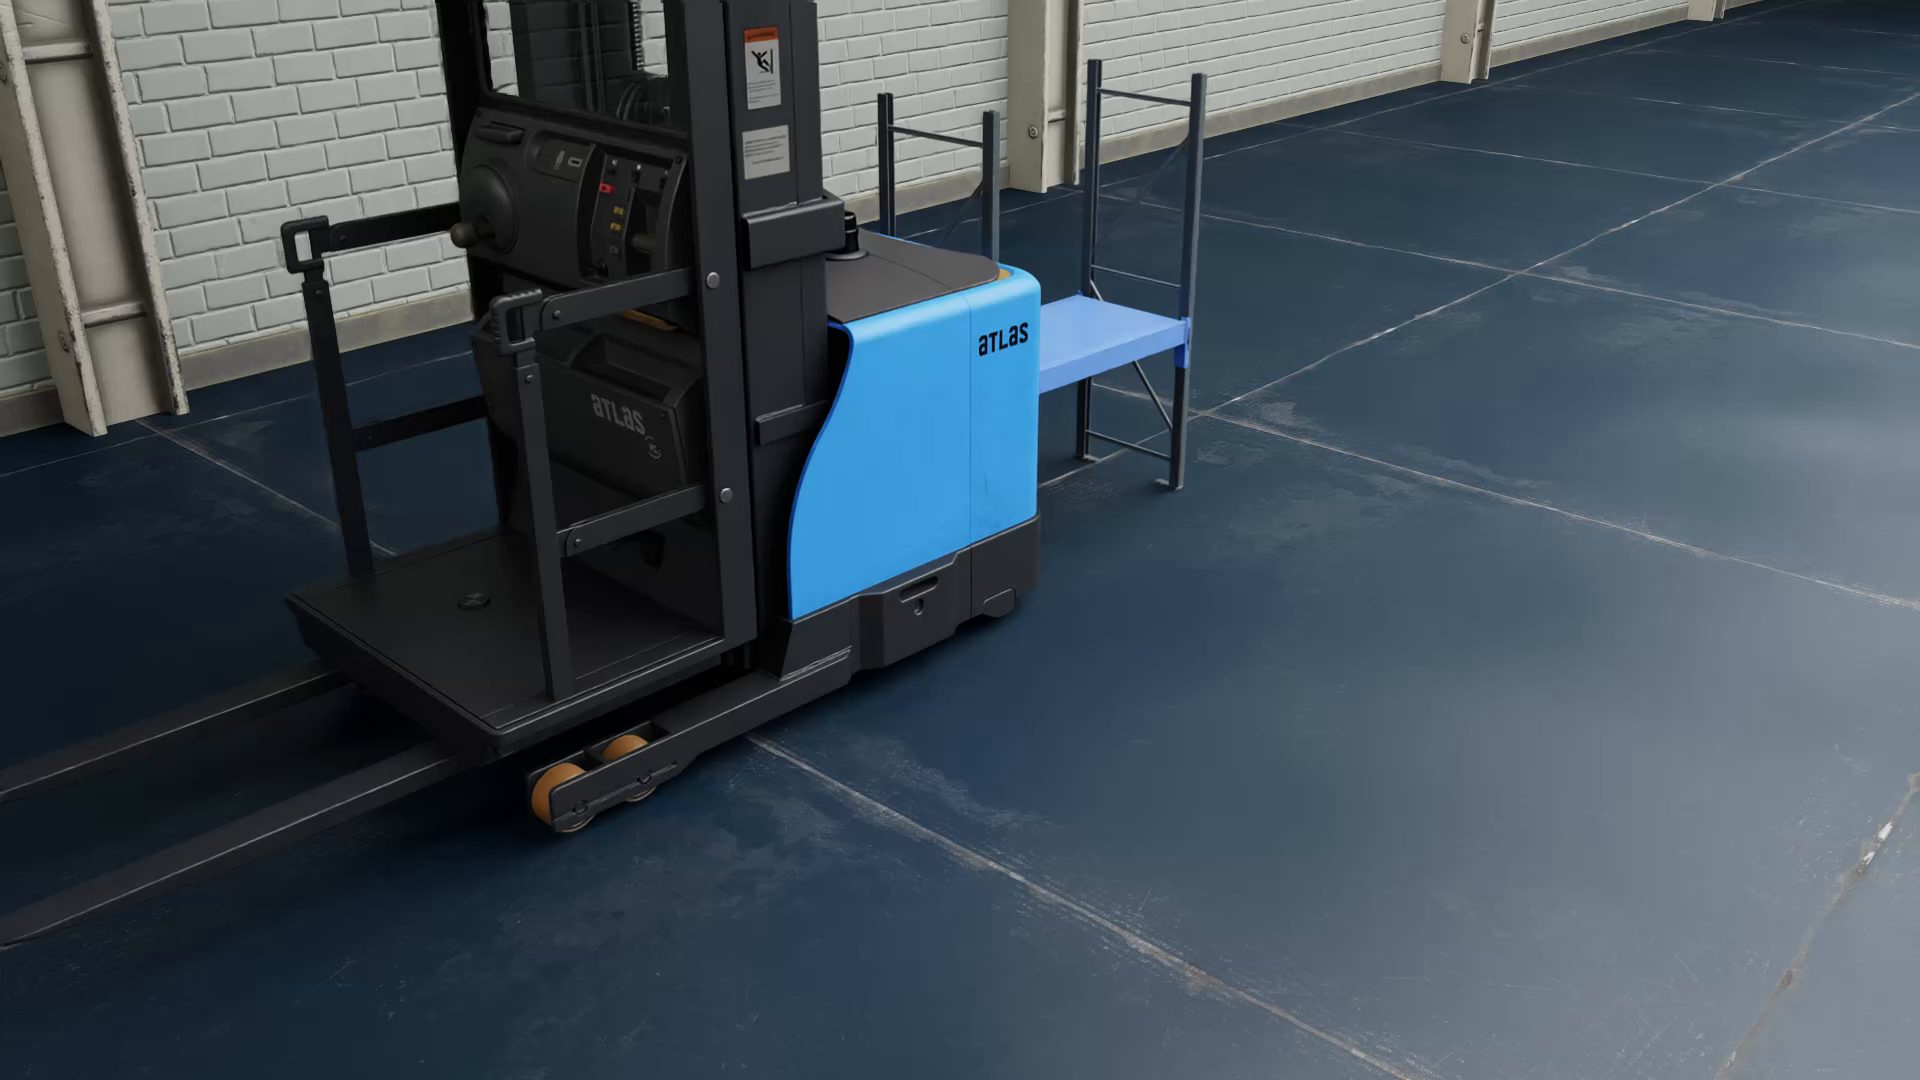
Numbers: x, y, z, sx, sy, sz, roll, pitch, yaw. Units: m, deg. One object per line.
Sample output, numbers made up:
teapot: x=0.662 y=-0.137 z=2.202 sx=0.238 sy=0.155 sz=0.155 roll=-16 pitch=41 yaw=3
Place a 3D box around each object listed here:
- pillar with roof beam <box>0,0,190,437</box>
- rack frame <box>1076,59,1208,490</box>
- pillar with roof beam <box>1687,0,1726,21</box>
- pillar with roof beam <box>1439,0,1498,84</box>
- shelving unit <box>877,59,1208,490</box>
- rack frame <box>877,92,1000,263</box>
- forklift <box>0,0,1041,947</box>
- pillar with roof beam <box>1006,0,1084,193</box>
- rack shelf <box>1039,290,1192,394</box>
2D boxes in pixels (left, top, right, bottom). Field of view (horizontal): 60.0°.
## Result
pillar with roof beam: x=-0.254 y=-3.446 z=2.438 sx=9.100 sy=9.000 sz=0.400 roll=20 pitch=31 yaw=38
rack frame: x=0.640 y=-0.944 z=6.022 sx=0.500 sy=1.500 sz=0.032 roll=22 pitch=32 yaw=40
pillar with roof beam: x=11.760 y=-8.931 z=14.669 sx=9.100 sy=9.000 sz=0.400 roll=20 pitch=31 yaw=38
pillar with roof beam: x=7.755 y=-7.102 z=10.592 sx=9.100 sy=9.000 sz=0.400 roll=20 pitch=31 yaw=38
shelving unit: x=0.285 y=-0.795 z=5.690 sx=0.538 sy=1.500 sz=1.048 roll=22 pitch=32 yaw=40
rack frame: x=-0.070 y=-0.646 z=5.358 sx=0.500 sy=1.500 sz=0.032 roll=22 pitch=32 yaw=40
forklift: x=-1.136 y=-0.849 z=4.062 sx=1.130 sy=2.935 sz=3.031 roll=22 pitch=32 yaw=40
pillar with roof beam: x=3.751 y=-5.274 z=6.515 sx=9.100 sy=9.000 sz=0.400 roll=20 pitch=31 yaw=38
rack shelf: x=0.285 y=-0.631 z=5.764 sx=0.538 sy=0.185 sz=1.000 roll=22 pitch=32 yaw=40
